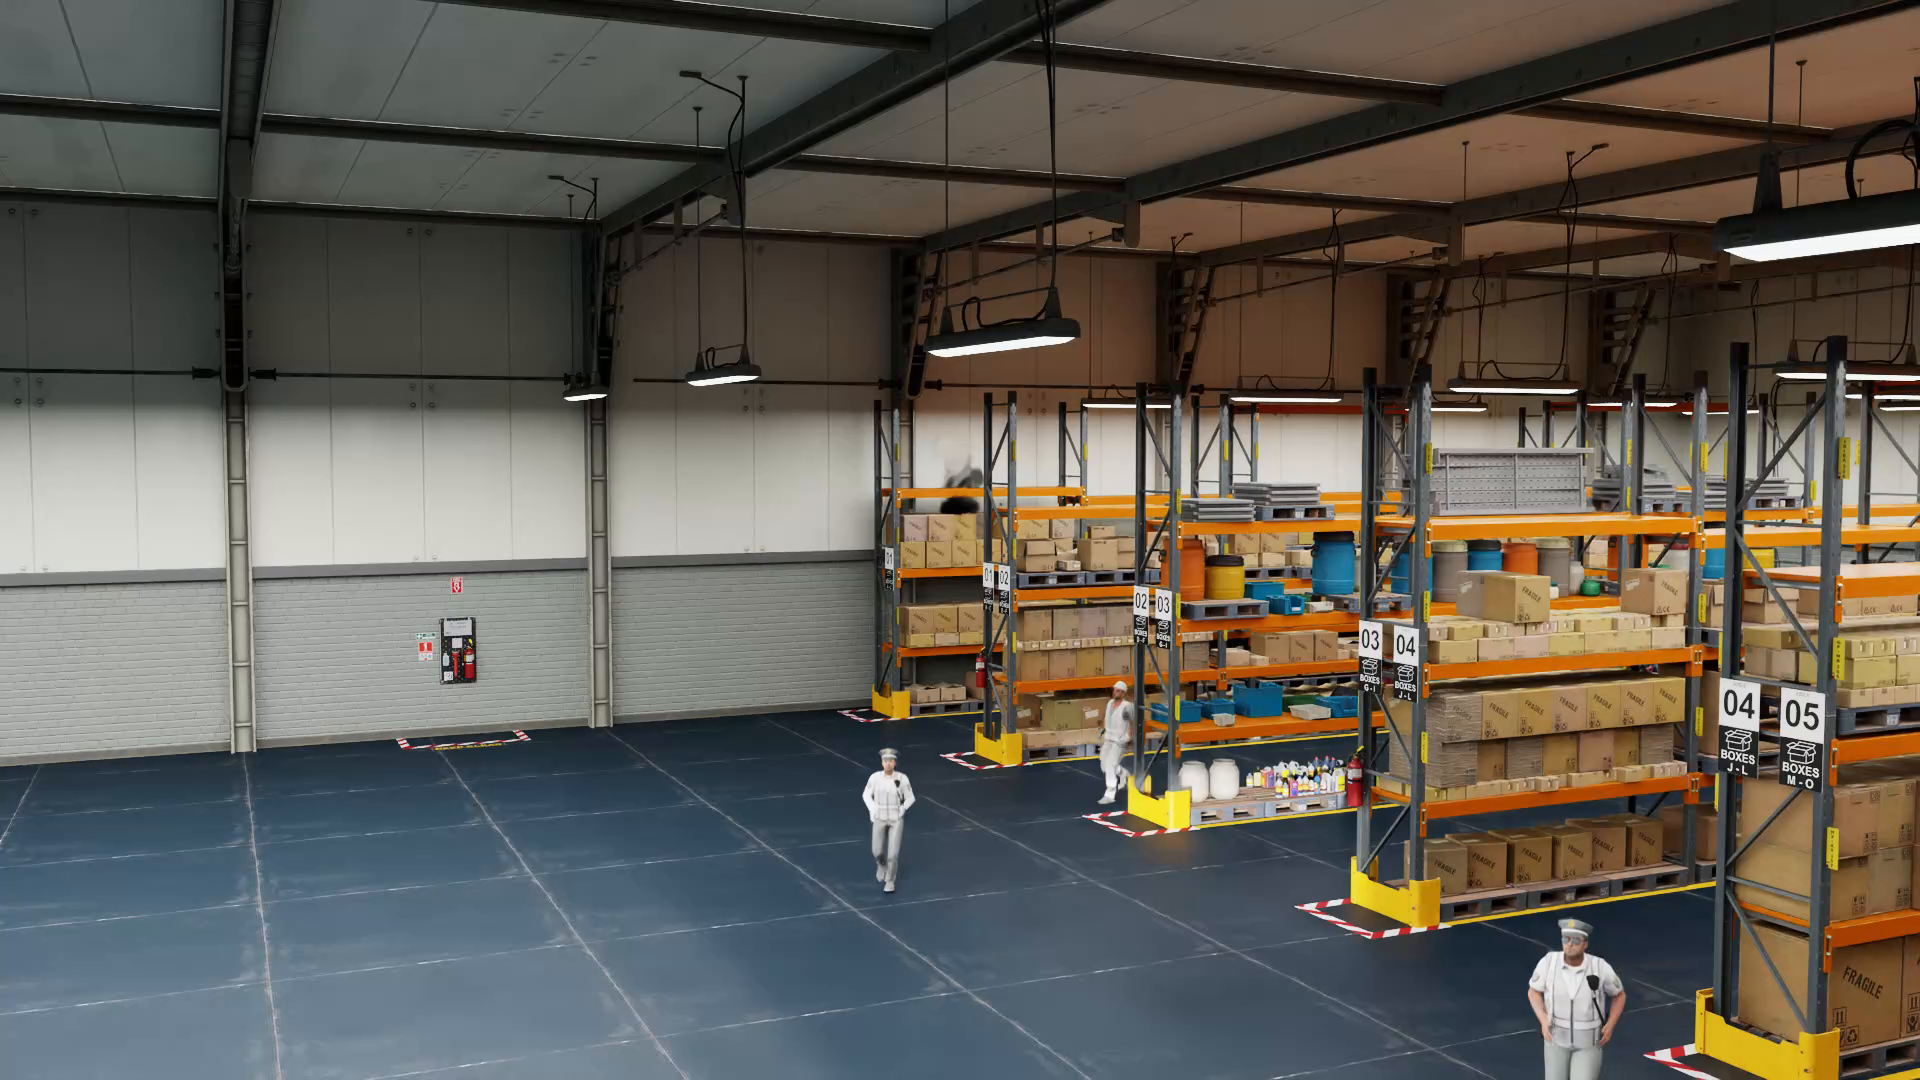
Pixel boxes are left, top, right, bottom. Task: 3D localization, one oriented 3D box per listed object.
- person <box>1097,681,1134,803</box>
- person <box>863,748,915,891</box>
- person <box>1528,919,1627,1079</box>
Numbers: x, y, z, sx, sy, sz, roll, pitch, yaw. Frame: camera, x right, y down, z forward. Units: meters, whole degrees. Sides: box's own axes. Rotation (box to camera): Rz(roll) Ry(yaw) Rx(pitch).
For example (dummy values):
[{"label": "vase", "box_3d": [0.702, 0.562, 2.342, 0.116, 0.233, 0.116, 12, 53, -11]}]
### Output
[{"label": "person", "box_3d": [2.321, 2.915, 24.006, 0.711, 1.781, 0.693, -3, 4, -42]}, {"label": "person", "box_3d": [-0.830, 3.218, 19.194, 0.602, 1.650, 0.524, 0, 3, 2]}, {"label": "person", "box_3d": [4.467, 3.598, 12.062, 0.668, 1.776, 0.782, 1, 4, 24]}]
